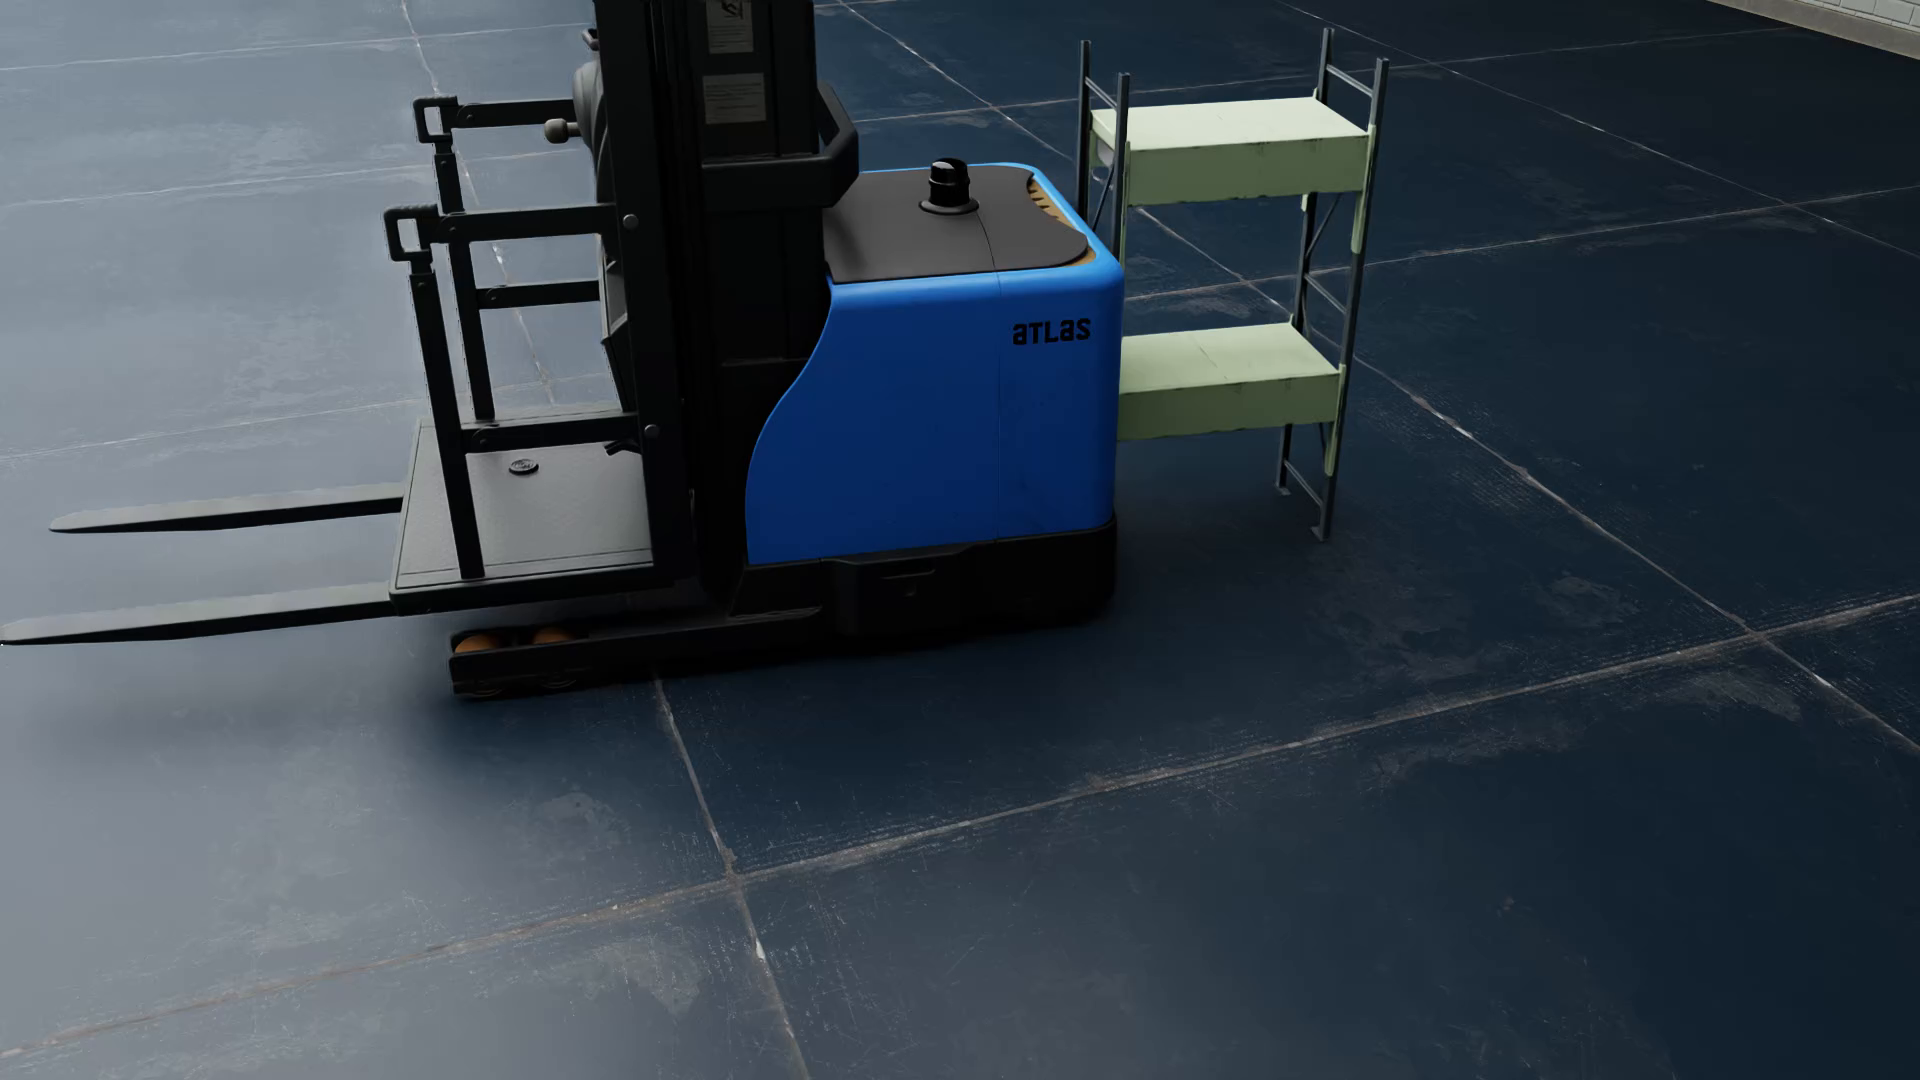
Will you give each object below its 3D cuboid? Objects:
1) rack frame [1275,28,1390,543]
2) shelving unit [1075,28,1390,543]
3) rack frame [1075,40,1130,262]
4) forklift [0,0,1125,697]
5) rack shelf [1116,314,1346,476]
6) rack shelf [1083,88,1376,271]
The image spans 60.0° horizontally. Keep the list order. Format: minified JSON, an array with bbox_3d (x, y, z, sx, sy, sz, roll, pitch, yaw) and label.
[{"bbox_3d":[1.110,-0.741,5.036,0.023,1.500,0.400,-6,30,-11],"label":"rack frame"},{"bbox_3d":[0.752,-0.703,4.969,0.755,1.500,0.431,-6,30,-11],"label":"shelving unit"},{"bbox_3d":[0.394,-0.665,4.902,0.023,1.500,0.400,-6,30,-11],"label":"rack frame"},{"bbox_3d":[-1.121,-1.134,4.280,3.031,2.935,1.130,-6,30,-11],"label":"forklift"},{"bbox_3d":[0.752,-0.420,5.130,0.720,0.370,0.431,-6,30,-11],"label":"rack shelf"},{"bbox_3d":[0.752,-1.042,4.776,0.720,0.370,0.431,-6,30,-11],"label":"rack shelf"}]
